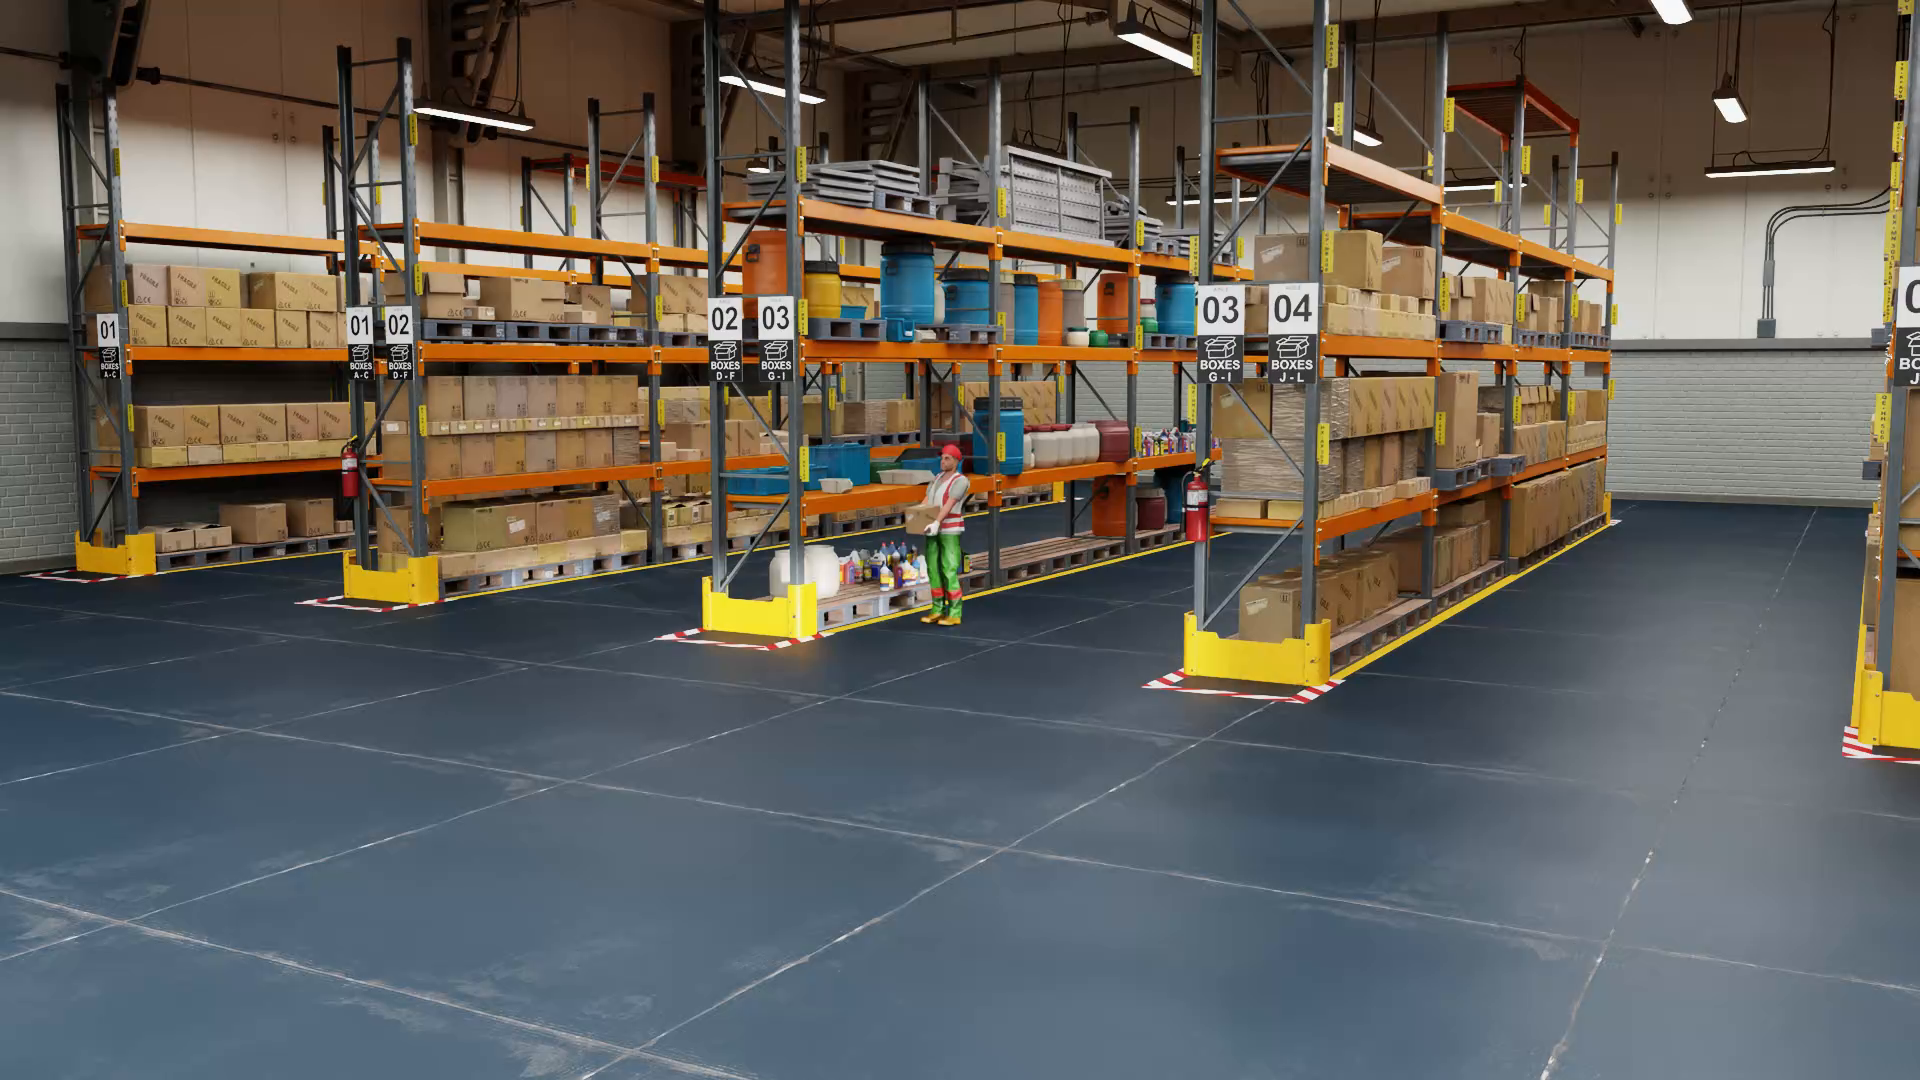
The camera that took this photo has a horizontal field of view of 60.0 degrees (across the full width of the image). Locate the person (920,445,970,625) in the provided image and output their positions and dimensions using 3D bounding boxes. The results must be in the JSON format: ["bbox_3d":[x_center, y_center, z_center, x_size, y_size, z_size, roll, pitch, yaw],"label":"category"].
[{"bbox_3d":[-0.218,-0.048,16.460,0.560,1.782,0.494,-5,8,-41],"label":"person"}]
